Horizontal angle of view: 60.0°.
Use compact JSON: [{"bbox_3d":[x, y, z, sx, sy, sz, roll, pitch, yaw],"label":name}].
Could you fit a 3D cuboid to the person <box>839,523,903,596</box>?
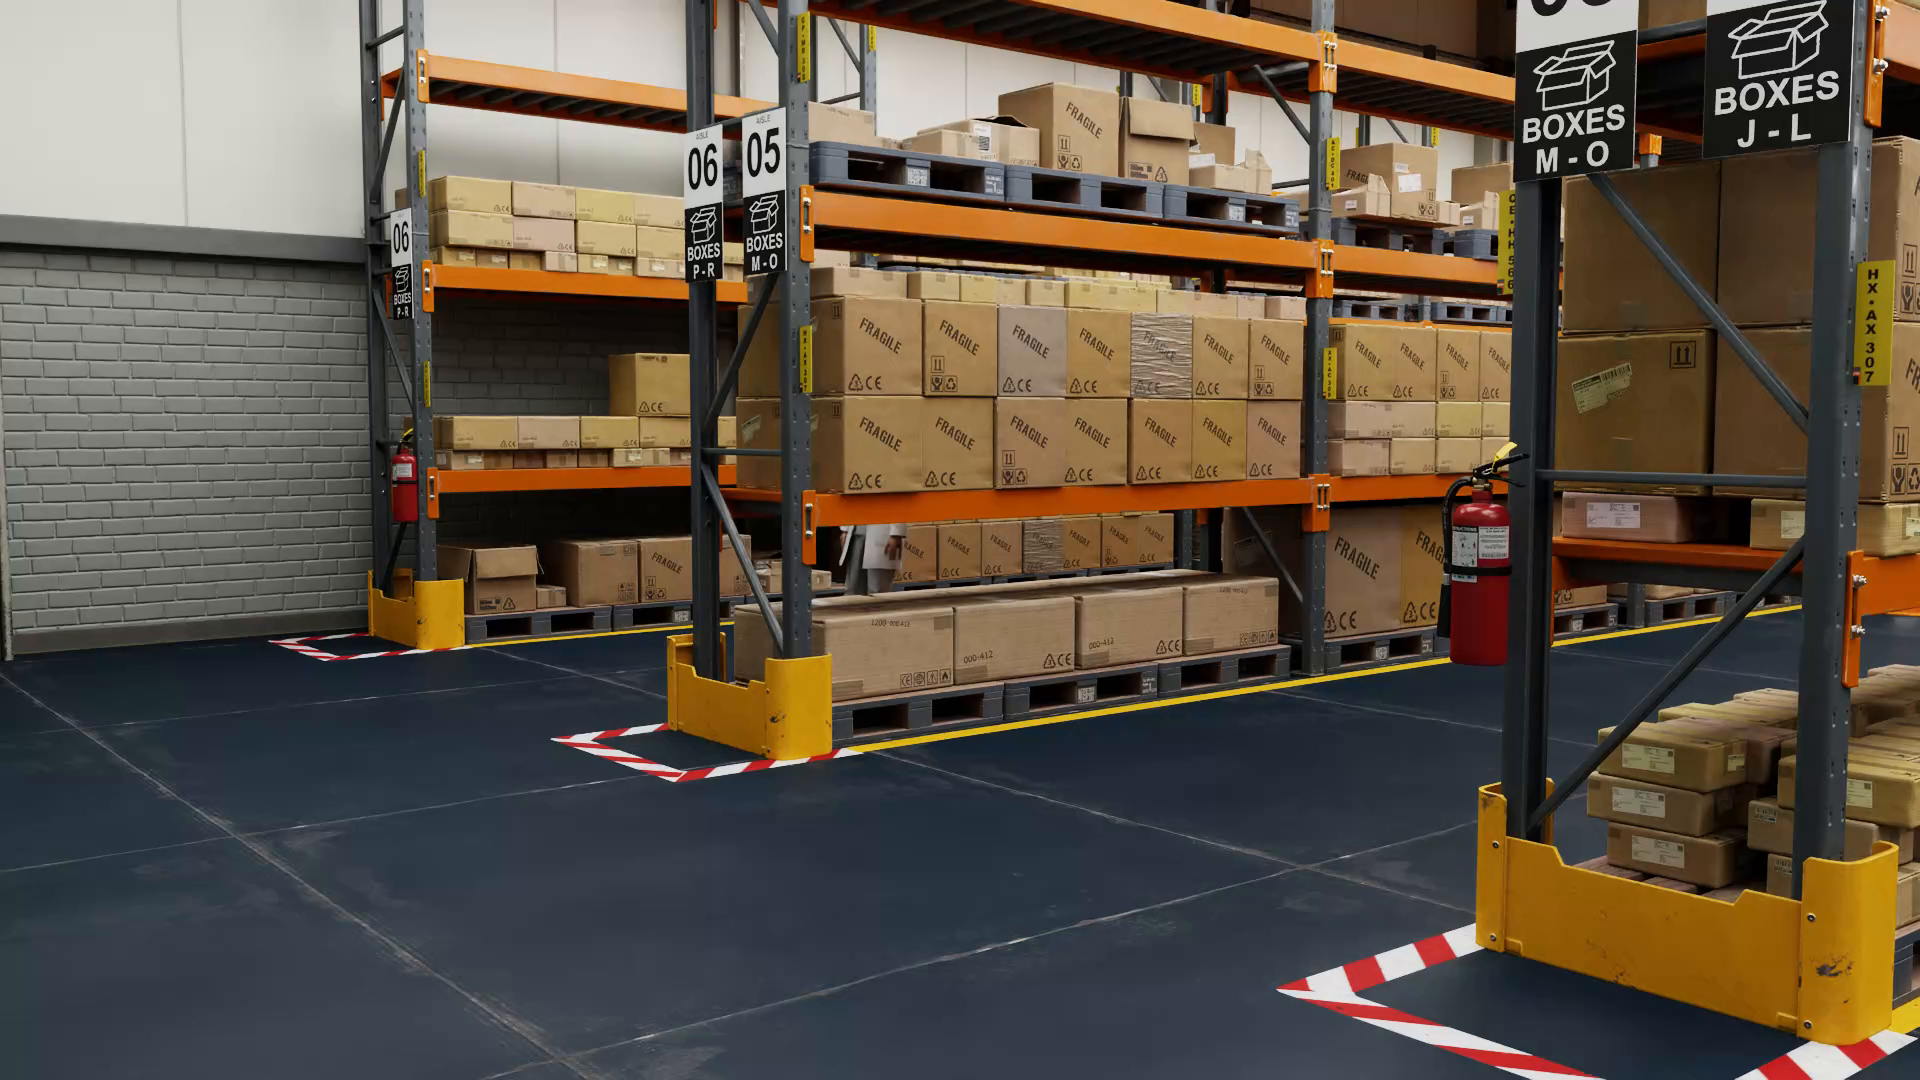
[{"bbox_3d":[-0.599,-0.025,11.269,0.425,1.774,0.644,-3,5,-38],"label":"person"}]
